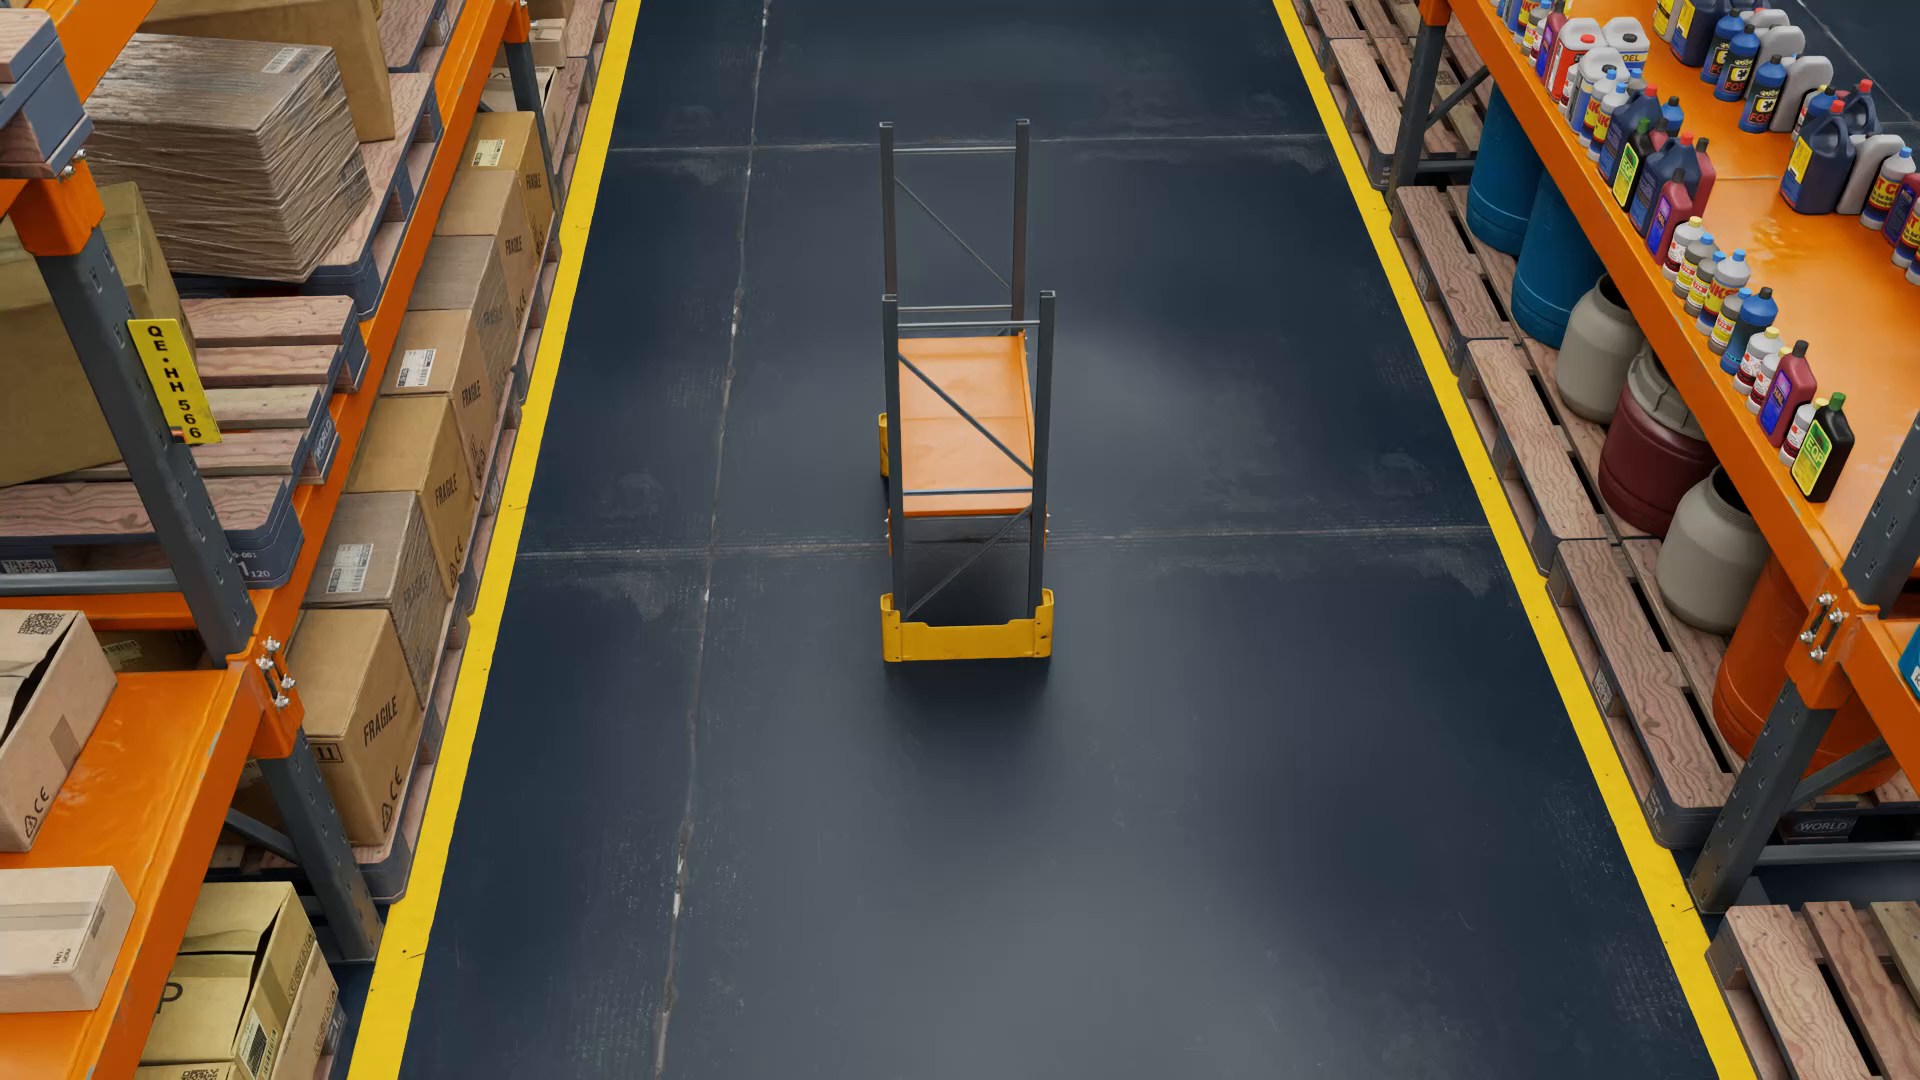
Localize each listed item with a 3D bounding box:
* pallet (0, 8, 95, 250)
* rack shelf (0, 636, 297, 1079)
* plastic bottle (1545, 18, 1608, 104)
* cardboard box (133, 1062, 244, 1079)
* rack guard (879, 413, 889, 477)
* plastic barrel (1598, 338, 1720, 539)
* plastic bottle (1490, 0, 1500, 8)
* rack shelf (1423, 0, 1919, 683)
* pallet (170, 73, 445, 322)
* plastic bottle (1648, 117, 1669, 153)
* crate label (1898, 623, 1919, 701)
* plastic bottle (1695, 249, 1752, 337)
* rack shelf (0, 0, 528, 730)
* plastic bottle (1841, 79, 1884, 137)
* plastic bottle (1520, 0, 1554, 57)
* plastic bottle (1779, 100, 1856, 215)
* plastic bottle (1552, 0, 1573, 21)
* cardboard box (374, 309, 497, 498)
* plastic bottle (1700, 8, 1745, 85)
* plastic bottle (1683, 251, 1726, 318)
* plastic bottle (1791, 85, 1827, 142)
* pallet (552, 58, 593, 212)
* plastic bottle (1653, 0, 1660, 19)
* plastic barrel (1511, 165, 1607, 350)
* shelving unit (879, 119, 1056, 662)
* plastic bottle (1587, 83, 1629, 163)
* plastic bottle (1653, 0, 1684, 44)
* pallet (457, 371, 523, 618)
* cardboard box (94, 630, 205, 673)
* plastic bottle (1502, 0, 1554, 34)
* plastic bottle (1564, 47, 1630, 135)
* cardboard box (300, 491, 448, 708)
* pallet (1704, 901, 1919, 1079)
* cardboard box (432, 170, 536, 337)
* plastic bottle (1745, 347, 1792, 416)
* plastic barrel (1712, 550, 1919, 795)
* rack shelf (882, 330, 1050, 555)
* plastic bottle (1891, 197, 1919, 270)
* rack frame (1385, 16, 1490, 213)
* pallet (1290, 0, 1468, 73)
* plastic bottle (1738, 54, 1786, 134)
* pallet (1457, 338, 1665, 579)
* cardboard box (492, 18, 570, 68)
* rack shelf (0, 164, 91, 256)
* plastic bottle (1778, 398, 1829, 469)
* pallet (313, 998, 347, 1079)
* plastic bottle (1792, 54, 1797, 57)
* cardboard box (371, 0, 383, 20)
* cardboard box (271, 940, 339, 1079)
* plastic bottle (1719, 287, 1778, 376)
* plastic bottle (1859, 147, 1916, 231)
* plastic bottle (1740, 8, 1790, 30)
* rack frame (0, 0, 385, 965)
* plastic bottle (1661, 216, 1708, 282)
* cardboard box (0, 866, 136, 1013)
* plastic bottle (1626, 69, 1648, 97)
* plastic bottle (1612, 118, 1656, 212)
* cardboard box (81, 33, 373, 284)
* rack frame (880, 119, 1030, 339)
[{"bbox_3d":[-2.103,-0.469,2.462,1.213,0.211,1.003,0,43,0],"label":"pallet"},{"bbox_3d":[-2.136,1.727,2.678,1.077,0.370,4.000,-2,43,-2],"label":"rack shelf"},{"bbox_3d":[2.236,-1.734,6.014,0.152,0.276,0.135,-2,43,-2],"label":"plastic bottle"},{"bbox_3d":[-1.925,1.461,3.745,0.500,0.311,0.500,-2,43,-2],"label":"cardboard box"},{"bbox_3d":[-0.018,-0.377,6.476,0.587,0.250,0.087,-2,43,-2],"label":"rack guard"},{"bbox_3d":[2.642,-0.386,5.925,0.600,0.588,0.708,-2,43,-2],"label":"plastic barrel"},{"bbox_3d":[2.176,-2.228,6.608,0.097,0.201,0.097,0,43,0],"label":"plastic bottle"},{"bbox_3d":[2.643,-1.113,5.777,1.077,0.370,4.000,-2,43,-2],"label":"rack shelf"},{"bbox_3d":[-2.309,-1.130,5.405,1.003,0.211,1.213,-2,43,-2],"label":"pallet"},{"bbox_3d":[2.283,-1.234,5.463,0.061,0.283,0.133,-2,43,-2],"label":"plastic bottle"},{"bbox_3d":[2.371,0.329,3.795,0.303,0.233,0.416,-2,43,-2],"label":"crate label"},{"bbox_3d":[2.271,-0.739,4.931,0.097,0.271,0.097,0,43,0],"label":"plastic bottle"},{"bbox_3d":[-2.306,-0.973,5.624,1.077,0.370,4.000,-2,43,-2],"label":"rack shelf"},{"bbox_3d":[2.971,-1.355,5.545,0.144,0.351,0.185,-2,43,-2],"label":"plastic bottle"},{"bbox_3d":[2.194,-1.940,6.294,0.097,0.201,0.097,0,43,0],"label":"plastic bottle"},{"bbox_3d":[2.824,-1.260,5.441,0.144,0.351,0.185,-2,43,-2],"label":"plastic bottle"},{"bbox_3d":[2.336,-2.101,6.469,0.097,0.201,0.097,0,43,0],"label":"plastic bottle"},{"bbox_3d":[-2.027,-0.489,6.088,0.500,0.500,0.500,-3,43,-3],"label":"cardboard box"},{"bbox_3d":[2.811,-1.821,6.112,0.097,0.271,0.097,0,43,0],"label":"plastic bottle"},{"bbox_3d":[2.267,-0.778,5.026,0.097,0.201,0.097,0,43,0],"label":"plastic bottle"},{"bbox_3d":[2.982,-1.486,5.799,0.097,0.201,0.097,0,43,0],"label":"plastic bottle"},{"bbox_3d":[-2.419,-2.024,8.303,1.003,0.211,1.213,-2,43,-2],"label":"pallet"},{"bbox_3d":[2.789,-2.136,6.507,0.097,0.201,0.097,0,43,0],"label":"plastic bottle"},{"bbox_3d":[2.594,-1.264,6.651,0.600,0.901,0.708,-2,43,-2],"label":"plastic barrel"},{"bbox_3d":[0.003,-0.501,5.687,0.587,1.500,1.083,-2,43,-2],"label":"shelving unit"},{"bbox_3d":[2.228,-1.431,5.687,0.097,0.271,0.097,0,43,0],"label":"plastic bottle"},{"bbox_3d":[2.780,-2.095,6.352,0.144,0.351,0.185,-2,43,-2],"label":"plastic bottle"},{"bbox_3d":[-2.264,-0.187,6.298,1.003,0.211,1.213,-2,43,-2],"label":"pallet"},{"bbox_3d":[-2.496,0.246,5.286,0.500,0.500,0.500,0,43,0],"label":"cardboard box"},{"bbox_3d":[2.212,-2.112,6.426,0.152,0.276,0.135,-2,43,-2],"label":"plastic bottle"},{"bbox_3d":[2.246,-1.578,5.843,0.152,0.276,0.135,-2,43,-2],"label":"plastic bottle"},{"bbox_3d":[-1.983,0.202,5.334,0.500,0.500,0.500,-3,43,-3],"label":"cardboard box"},{"bbox_3d":[2.722,1.524,4.431,1.003,0.211,1.213,-2,43,-2],"label":"pallet"},{"bbox_3d":[-2.071,-1.171,6.832,0.500,0.500,0.500,-2,43,-2],"label":"cardboard box"},{"bbox_3d":[2.288,-0.450,4.668,0.097,0.201,0.097,0,43,0],"label":"plastic bottle"},{"bbox_3d":[2.690,0.287,5.012,0.600,0.830,0.708,-2,43,-2],"label":"plastic barrel"},{"bbox_3d":[0.004,-0.363,5.802,0.538,0.185,1.000,-2,43,-2],"label":"rack shelf"},{"bbox_3d":[3.015,-0.985,5.200,0.097,0.271,0.097,0,43,0],"label":"plastic bottle"},{"bbox_3d":[2.558,-2.728,7.007,1.000,3.000,0.127,-2,43,-2],"label":"rack frame"},{"bbox_3d":[2.433,-3.021,9.390,1.003,0.211,1.213,-2,43,-2],"label":"pallet"},{"bbox_3d":[2.826,-1.574,5.842,0.097,0.271,0.097,0,43,0],"label":"plastic bottle"},{"bbox_3d":[2.604,-0.353,6.479,1.003,0.211,1.213,-2,43,-2],"label":"pallet"},{"bbox_3d":[-2.240,-2.580,8.616,0.380,0.166,0.250,-2,43,-2],"label":"cardboard box"},{"bbox_3d":[-2.136,0.621,1.665,1.077,0.370,4.000,-2,43,-2],"label":"rack shelf"},{"bbox_3d":[2.298,-0.294,4.498,0.097,0.201,0.097,0,43,0],"label":"plastic bottle"},{"bbox_3d":[-2.225,1.696,4.243,1.003,0.211,1.213,-2,43,-2],"label":"pallet"},{"bbox_3d":[2.972,-1.643,5.970,0.097,0.201,0.097,0,43,0],"label":"plastic bottle"},{"bbox_3d":[-2.502,-1.992,5.818,0.700,0.500,0.500,5,43,5],"label":"cardboard box"},{"bbox_3d":[-1.955,1.319,4.316,0.500,0.250,0.500,-1,43,-1],"label":"cardboard box"},{"bbox_3d":[2.279,-0.607,4.788,0.097,0.271,0.097,0,43,0],"label":"plastic bottle"},{"bbox_3d":[3.006,-1.141,5.370,0.097,0.271,0.097,0,43,0],"label":"plastic bottle"},{"bbox_3d":[2.934,-1.839,6.128,0.152,0.276,0.135,-2,43,-2],"label":"plastic bottle"},{"bbox_3d":[-2.221,0.112,3.908,1.000,3.000,0.127,-2,43,-2],"label":"rack frame"},{"bbox_3d":[2.259,-0.910,5.170,0.097,0.201,0.097,0,43,0],"label":"plastic bottle"},{"bbox_3d":[-1.907,0.803,3.340,0.380,0.149,0.250,-2,43,-2],"label":"cardboard box"},{"bbox_3d":[2.370,-1.566,5.886,0.097,0.201,0.097,0,43,0],"label":"plastic bottle"},{"bbox_3d":[2.222,-1.232,5.461,0.061,0.283,0.133,-2,43,-2],"label":"plastic bottle"},{"bbox_3d":[-2.209,-1.125,4.873,0.700,0.500,0.500,6,43,6],"label":"cardboard box"},{"bbox_3d":[-0.018,-0.838,6.055,0.500,1.500,0.032,-2,43,-2],"label":"rack frame"}]
